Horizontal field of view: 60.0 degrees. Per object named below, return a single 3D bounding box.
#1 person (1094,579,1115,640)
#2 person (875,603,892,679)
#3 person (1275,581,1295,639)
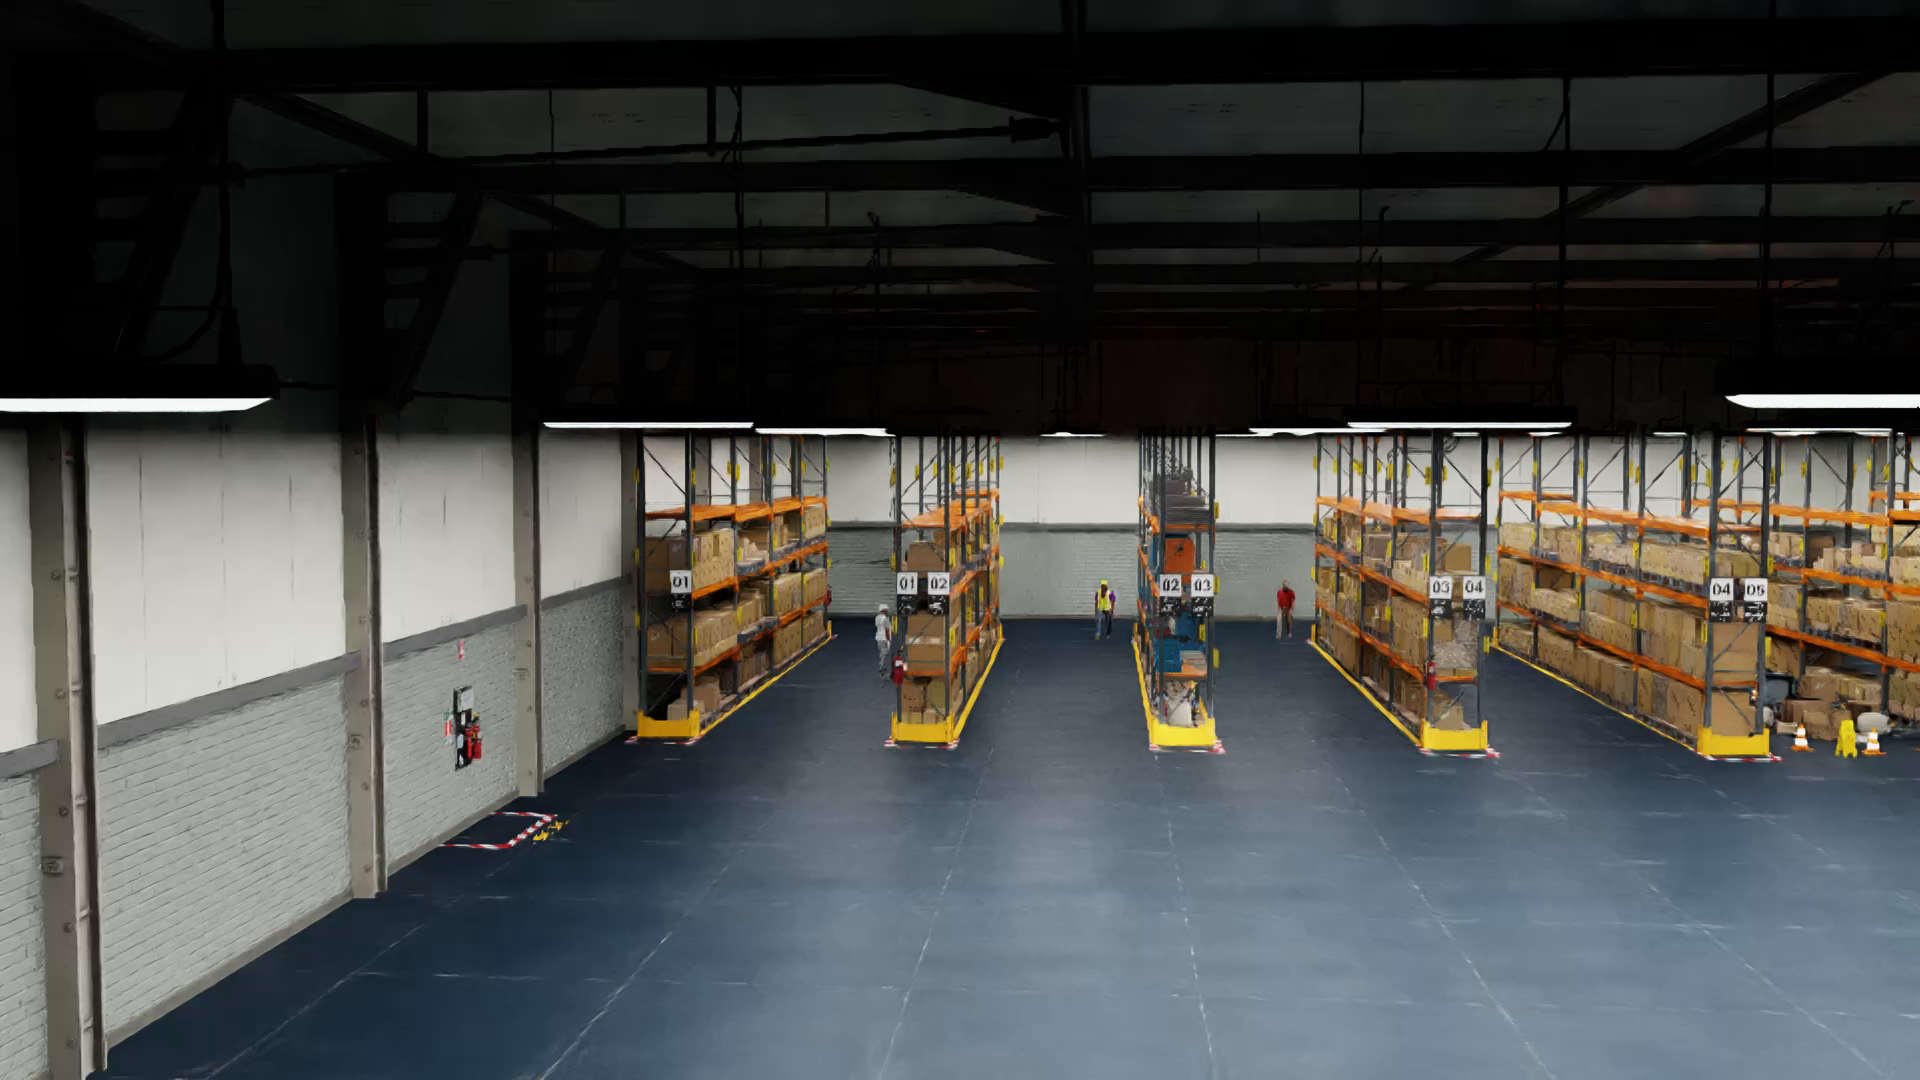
[{"bbox_3d":[4.118,1.971,47.353,0.588,1.702,1.033,1,4,14],"label":"person"},{"bbox_3d":[-1.781,2.397,39.695,0.450,1.782,0.614,-2,4,-26],"label":"person"},{"bbox_3d":[9.302,1.984,47.516,0.536,1.658,1.029,1,4,15],"label":"person"}]
